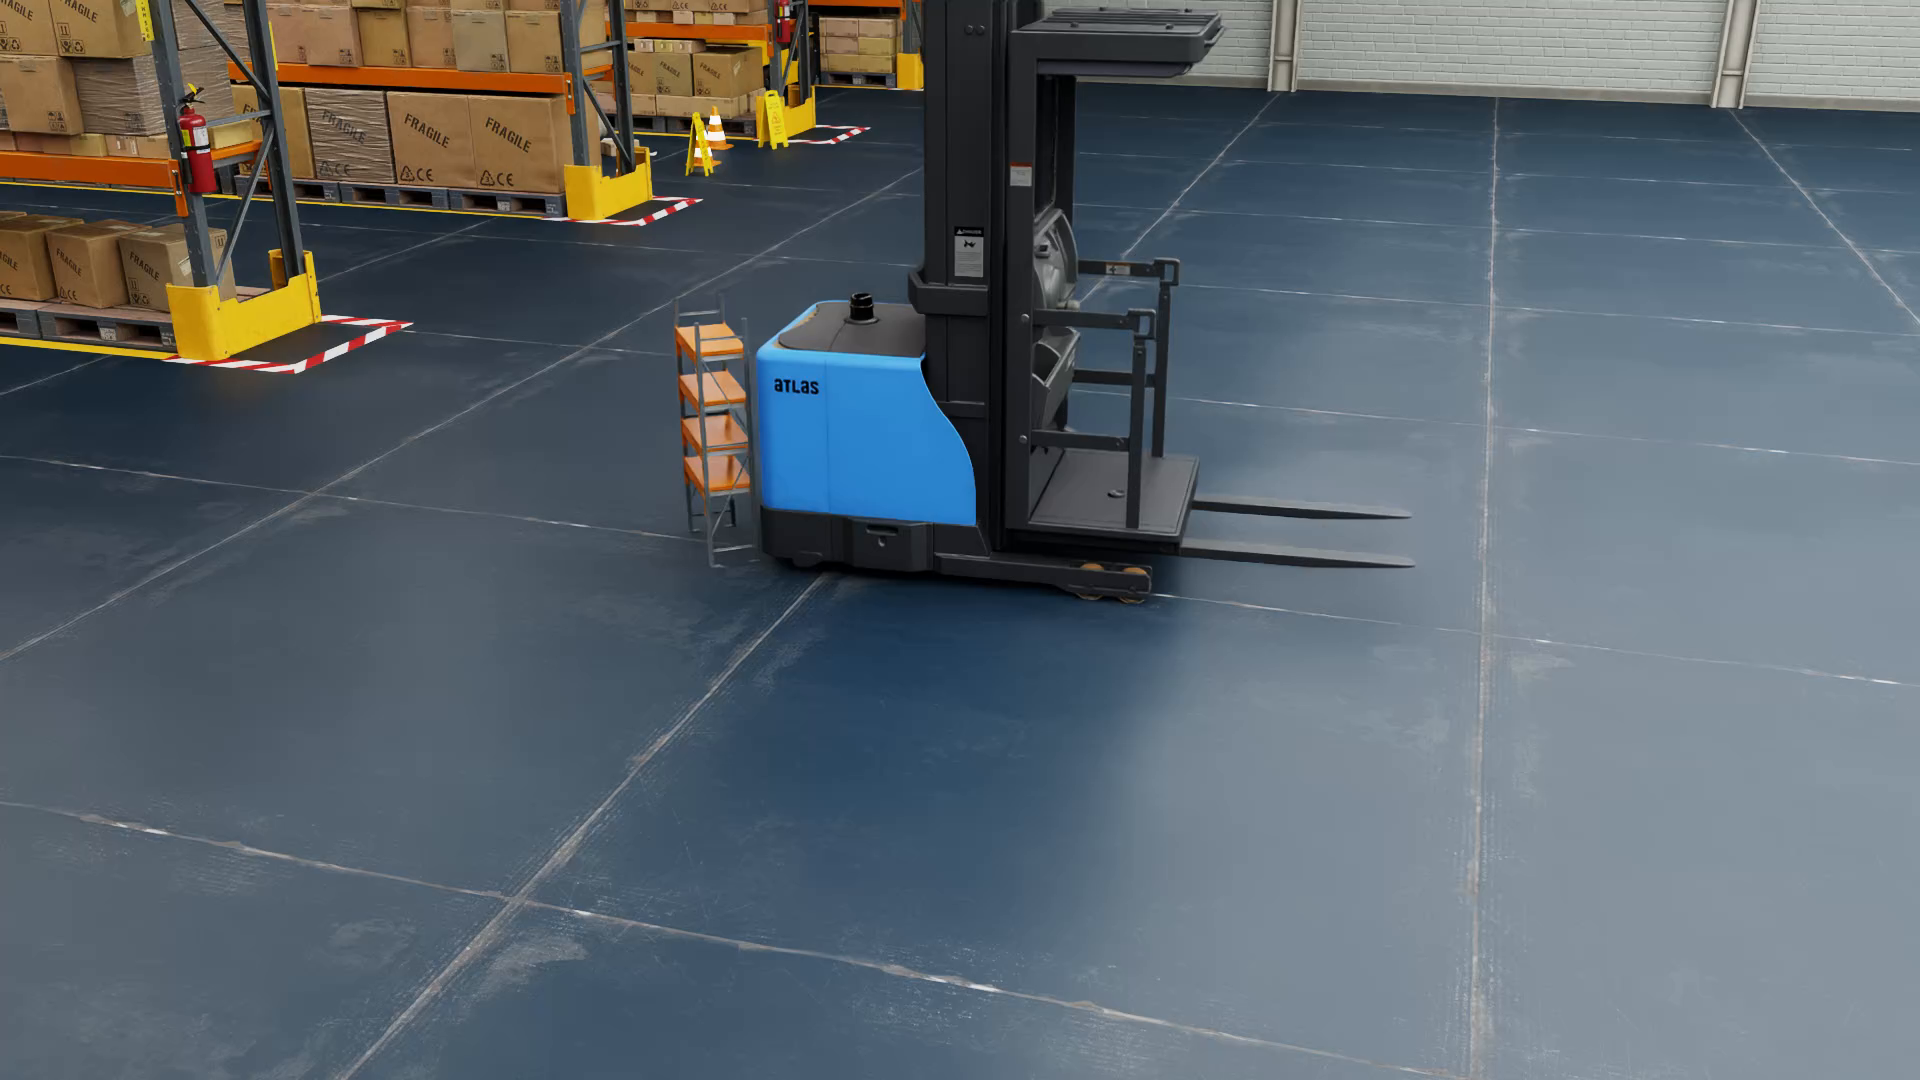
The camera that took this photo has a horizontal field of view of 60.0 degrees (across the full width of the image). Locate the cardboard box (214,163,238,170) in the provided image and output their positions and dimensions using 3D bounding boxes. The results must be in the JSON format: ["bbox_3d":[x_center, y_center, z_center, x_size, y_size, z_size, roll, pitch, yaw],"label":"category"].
[{"bbox_3d":[-7.846,-4.229,17.037,0.750,0.750,1.050,6,23,15],"label":"cardboard box"}]

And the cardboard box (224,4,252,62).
[{"bbox_3d":[-6.869,-5.073,16.487,0.550,0.550,0.875,7,23,16],"label":"cardboard box"}]

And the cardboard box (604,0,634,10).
[{"bbox_3d":[-4.098,-6.729,20.199,0.500,0.500,0.500,7,23,16],"label":"cardboard box"}]

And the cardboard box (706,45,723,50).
[{"bbox_3d":[-3.280,-5.927,20.848,0.500,0.500,0.500,6,23,14],"label":"cardboard box"}]

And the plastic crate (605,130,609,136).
[{"bbox_3d":[-4.627,-5.029,20.424,0.583,0.080,0.402,-1,22,-3],"label":"plastic crate"}]

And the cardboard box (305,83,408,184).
[{"bbox_3d":[-5.780,-4.059,16.460,0.875,0.875,0.875,7,23,16],"label":"cardboard box"}]

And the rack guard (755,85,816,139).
[{"bbox_3d":[-2.136,-5.263,20.441,0.348,0.500,1.175,7,23,16],"label":"rack guard"}]

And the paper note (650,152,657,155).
[{"bbox_3d":[-3.543,-4.418,18.999,0.142,0.019,0.148,-1,22,-3],"label":"paper note"}]

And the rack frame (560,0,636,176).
[{"bbox_3d":[-3.396,-4.601,15.535,0.127,3.000,1.000,7,23,16],"label":"rack frame"}]

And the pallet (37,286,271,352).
[{"bbox_3d":[-5.766,-1.630,11.967,1.213,0.211,1.003,7,23,16],"label":"pallet"}]

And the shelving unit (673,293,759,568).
[{"bbox_3d":[-1.169,-0.526,7.972,0.258,1.200,0.503,-8,24,-19],"label":"shelving unit"}]

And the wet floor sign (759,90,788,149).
[{"bbox_3d":[-2.191,-4.912,19.395,0.232,0.644,0.267,16,27,34],"label":"wet floor sign"}]

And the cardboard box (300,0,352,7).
[{"bbox_3d":[-5.845,-5.429,15.931,0.550,0.550,0.875,7,23,16],"label":"cardboard box"}]

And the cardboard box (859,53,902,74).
[{"bbox_3d":[-1.174,-7.074,24.632,0.500,0.250,0.500,7,23,16],"label":"cardboard box"}]

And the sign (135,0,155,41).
[{"bbox_3d":[-5.105,-3.293,10.403,0.005,0.325,0.100,7,23,16],"label":"sign"}]

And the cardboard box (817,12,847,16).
[{"bbox_3d":[-1.994,-7.833,25.166,0.500,0.250,0.500,6,23,15],"label":"cardboard box"}]

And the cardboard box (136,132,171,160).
[{"bbox_3d":[-5.258,-2.650,11.110,0.250,0.149,0.380,7,23,16],"label":"cardboard box"}]

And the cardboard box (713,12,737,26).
[{"bbox_3d":[-2.758,-6.245,19.874,0.250,0.149,0.380,6,23,15],"label":"cardboard box"}]

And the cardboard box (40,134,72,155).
[{"bbox_3d":[-5.987,-2.720,11.279,0.250,0.149,0.380,7,23,16],"label":"cardboard box"}]

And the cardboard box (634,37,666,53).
[{"bbox_3d":[-3.768,-6.047,20.287,0.250,0.149,0.380,8,23,18],"label":"cardboard box"}]

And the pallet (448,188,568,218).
[{"bbox_3d":[-4.185,-3.370,16.209,1.213,0.211,1.003,7,23,15],"label":"pallet"}]

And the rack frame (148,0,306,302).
[{"bbox_3d":[-4.926,-2.810,11.169,0.127,3.000,1.000,7,23,16],"label":"rack frame"}]

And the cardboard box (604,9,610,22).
[{"bbox_3d":[-4.213,-6.421,20.302,0.250,0.149,0.380,6,23,15],"label":"cardboard box"}]

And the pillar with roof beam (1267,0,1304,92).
[{"bbox_3d":[3.461,-9.172,18.773,0.400,9.000,9.100,7,23,16],"label":"pillar with roof beam"}]

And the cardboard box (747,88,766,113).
[{"bbox_3d":[-2.756,-5.522,20.849,0.500,0.250,0.500,6,23,15],"label":"cardboard box"}]

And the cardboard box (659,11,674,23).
[{"bbox_3d":[-3.457,-6.378,20.196,0.250,0.149,0.380,7,23,16],"label":"cardboard box"}]

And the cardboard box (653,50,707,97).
[{"bbox_3d":[-3.406,-5.729,20.366,0.500,0.500,0.500,7,23,17],"label":"cardboard box"}]

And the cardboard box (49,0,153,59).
[{"bbox_3d":[-5.524,-3.427,10.832,0.500,0.500,0.500,7,23,16],"label":"cardboard box"}]

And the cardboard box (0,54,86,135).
[{"bbox_3d":[-5.958,-3.076,11.292,0.500,0.500,0.875,7,23,16],"label":"cardboard box"}]

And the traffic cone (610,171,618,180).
[{"bbox_3d":[-3.495,-4.002,17.416,0.334,0.463,0.336,7,23,16],"label":"traffic cone"}]

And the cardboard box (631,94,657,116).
[{"bbox_3d":[-3.911,-5.439,20.647,0.500,0.250,0.500,6,23,14],"label":"cardboard box"}]

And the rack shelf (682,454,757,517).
[{"bbox_3d":[-1.169,-0.280,8.073,0.258,0.148,0.480,-8,24,-19],"label":"rack shelf"}]

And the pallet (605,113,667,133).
[{"bbox_3d":[-4.068,-5.365,21.072,1.213,0.211,1.003,7,23,16],"label":"pallet"}]

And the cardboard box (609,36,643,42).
[{"bbox_3d":[-4.965,-7.802,25.913,0.625,0.625,0.875,8,24,18],"label":"cardboard box"}]

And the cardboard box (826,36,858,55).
[{"bbox_3d":[-1.666,-7.367,24.688,0.500,0.250,0.500,6,23,15],"label":"cardboard box"}]

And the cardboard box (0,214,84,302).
[{"bbox_3d":[-6.695,-2.051,12.059,0.500,0.500,0.500,9,24,20],"label":"cardboard box"}]

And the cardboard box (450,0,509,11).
[{"bbox_3d":[-4.294,-5.252,15.500,0.550,0.550,0.875,7,23,16],"label":"cardboard box"}]

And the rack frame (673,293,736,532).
[{"bbox_3d":[-1.253,-0.613,8.184,0.240,1.200,0.015,-8,24,-19],"label":"rack frame"}]

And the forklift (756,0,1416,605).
[{"bbox_3d":[0.624,-1.284,7.539,3.031,2.935,1.130,5,23,12],"label":"forklift"}]

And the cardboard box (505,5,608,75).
[{"bbox_3d":[-3.765,-4.695,15.565,0.550,0.550,0.875,7,23,16],"label":"cardboard box"}]

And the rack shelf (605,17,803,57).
[{"bbox_3d":[-3.978,-6.297,20.617,4.000,0.370,1.077,7,23,16],"label":"rack shelf"}]

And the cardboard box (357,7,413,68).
[{"bbox_3d":[-5.317,-4.897,16.059,0.500,0.550,0.875,7,23,16],"label":"cardboard box"}]

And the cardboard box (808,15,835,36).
[{"bbox_3d":[-2.141,-7.642,24.700,0.500,0.250,0.500,7,23,16],"label":"cardboard box"}]

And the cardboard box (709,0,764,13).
[{"bbox_3d":[-2.663,-6.554,19.772,0.500,0.500,0.500,6,23,15],"label":"cardboard box"}]

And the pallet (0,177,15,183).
[{"bbox_3d":[-10.322,-4.074,17.925,1.213,0.211,1.003,7,23,16],"label":"pallet"}]

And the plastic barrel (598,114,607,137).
[{"bbox_3d":[-4.478,-4.895,19.646,0.512,0.421,0.421,-14,26,-30],"label":"plastic barrel"}]
